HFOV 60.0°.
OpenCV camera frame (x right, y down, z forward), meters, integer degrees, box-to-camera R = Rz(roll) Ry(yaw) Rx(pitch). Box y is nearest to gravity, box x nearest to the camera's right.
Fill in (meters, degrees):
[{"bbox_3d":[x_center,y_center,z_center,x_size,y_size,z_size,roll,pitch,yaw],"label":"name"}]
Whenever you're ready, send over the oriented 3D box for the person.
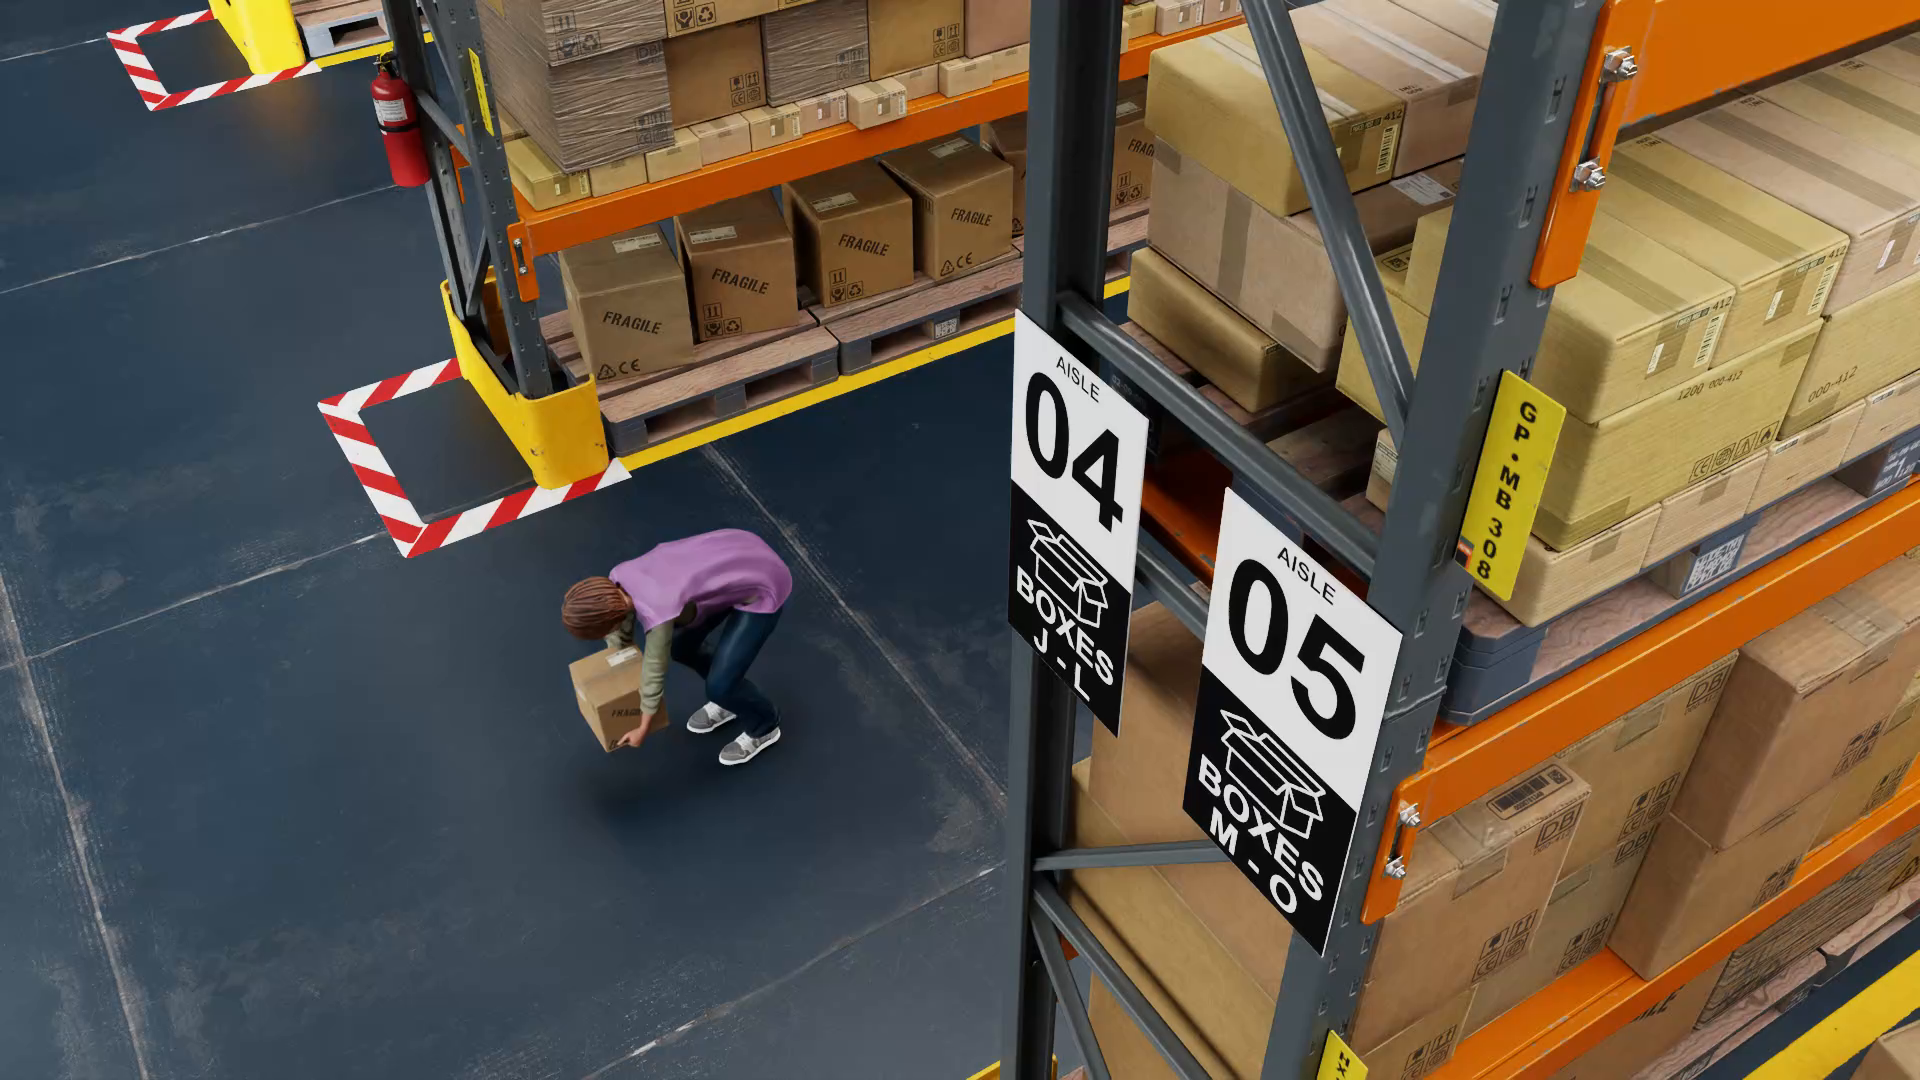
[{"bbox_3d":[-0.910,0.395,6.167,0.635,1.005,0.369,-25,47,-26],"label":"person"}]
